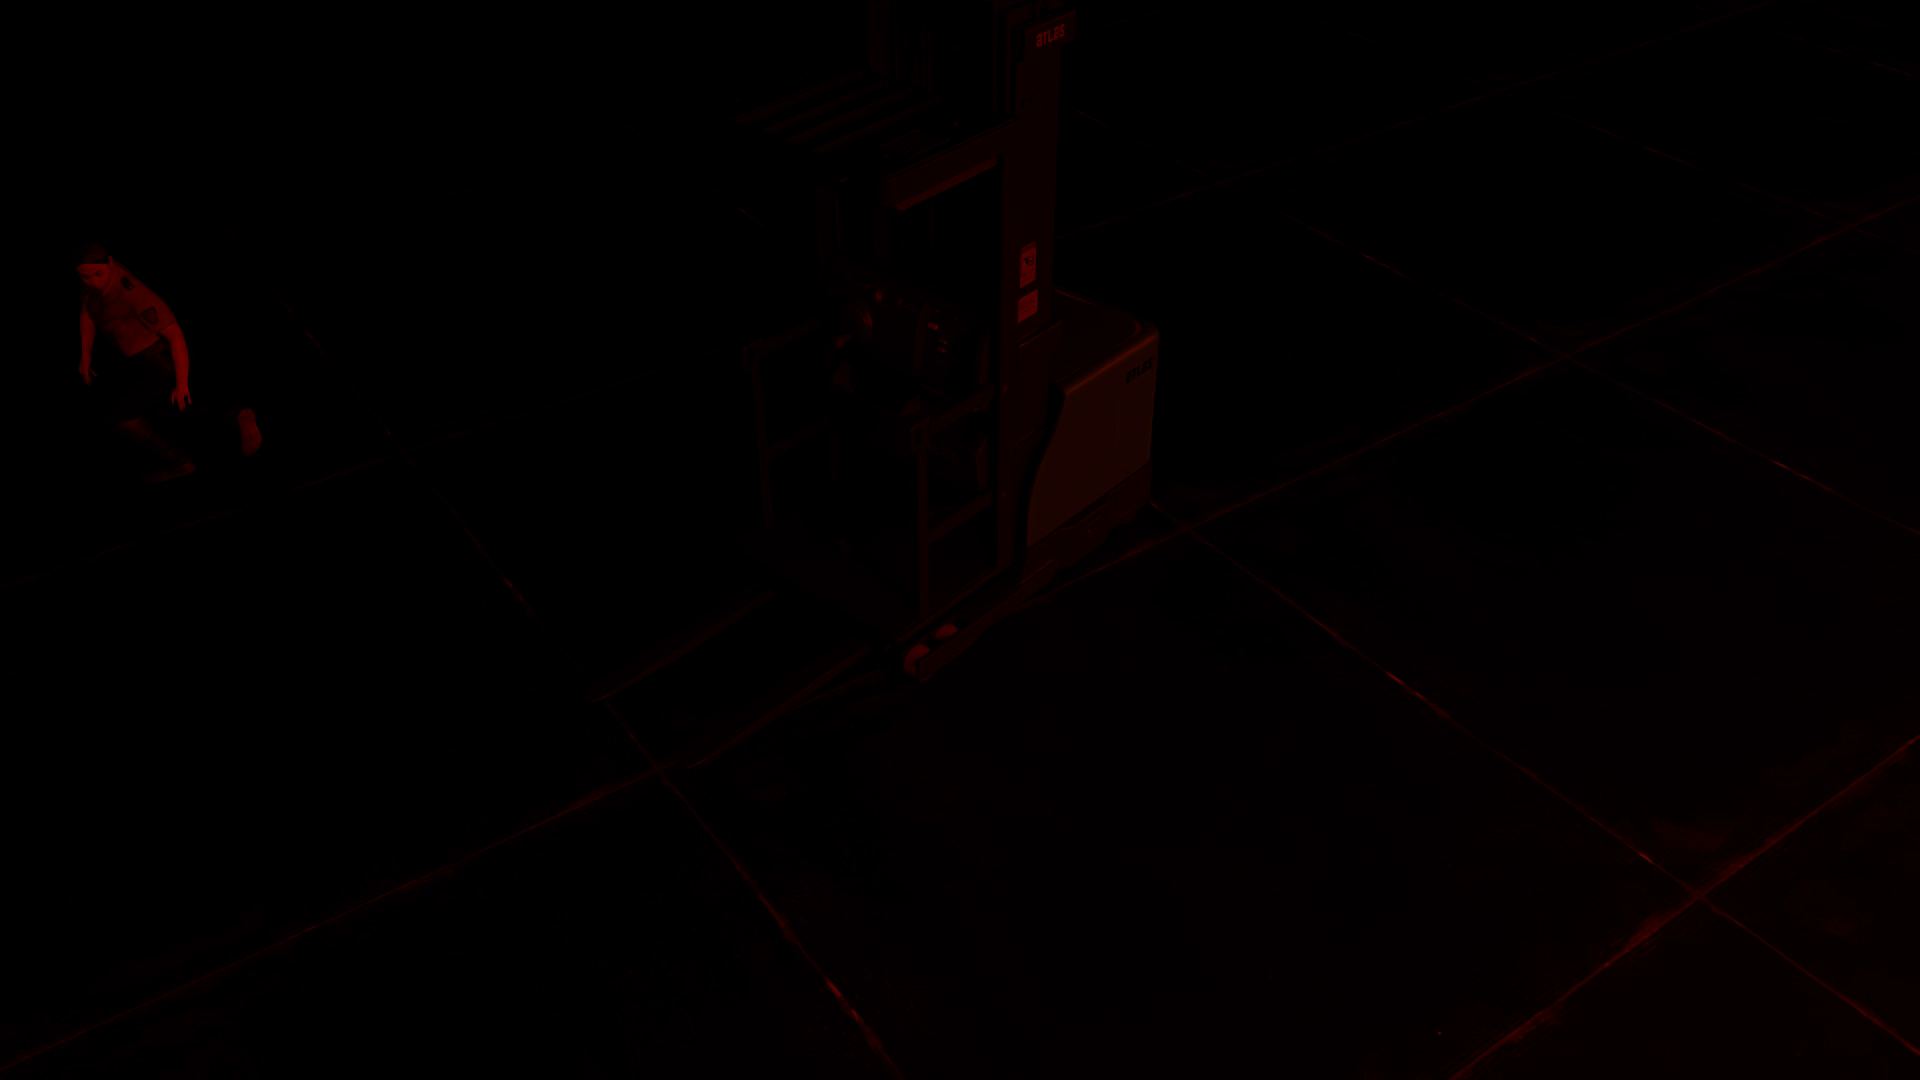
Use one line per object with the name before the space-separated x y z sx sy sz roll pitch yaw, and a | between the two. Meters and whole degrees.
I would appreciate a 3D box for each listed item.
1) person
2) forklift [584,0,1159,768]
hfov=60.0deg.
person | -4.104 -0.910 8.484 0.760 1.419 0.601 -13 39 -17
forklift | -0.369 -0.879 7.133 1.130 2.935 3.031 27 44 32
